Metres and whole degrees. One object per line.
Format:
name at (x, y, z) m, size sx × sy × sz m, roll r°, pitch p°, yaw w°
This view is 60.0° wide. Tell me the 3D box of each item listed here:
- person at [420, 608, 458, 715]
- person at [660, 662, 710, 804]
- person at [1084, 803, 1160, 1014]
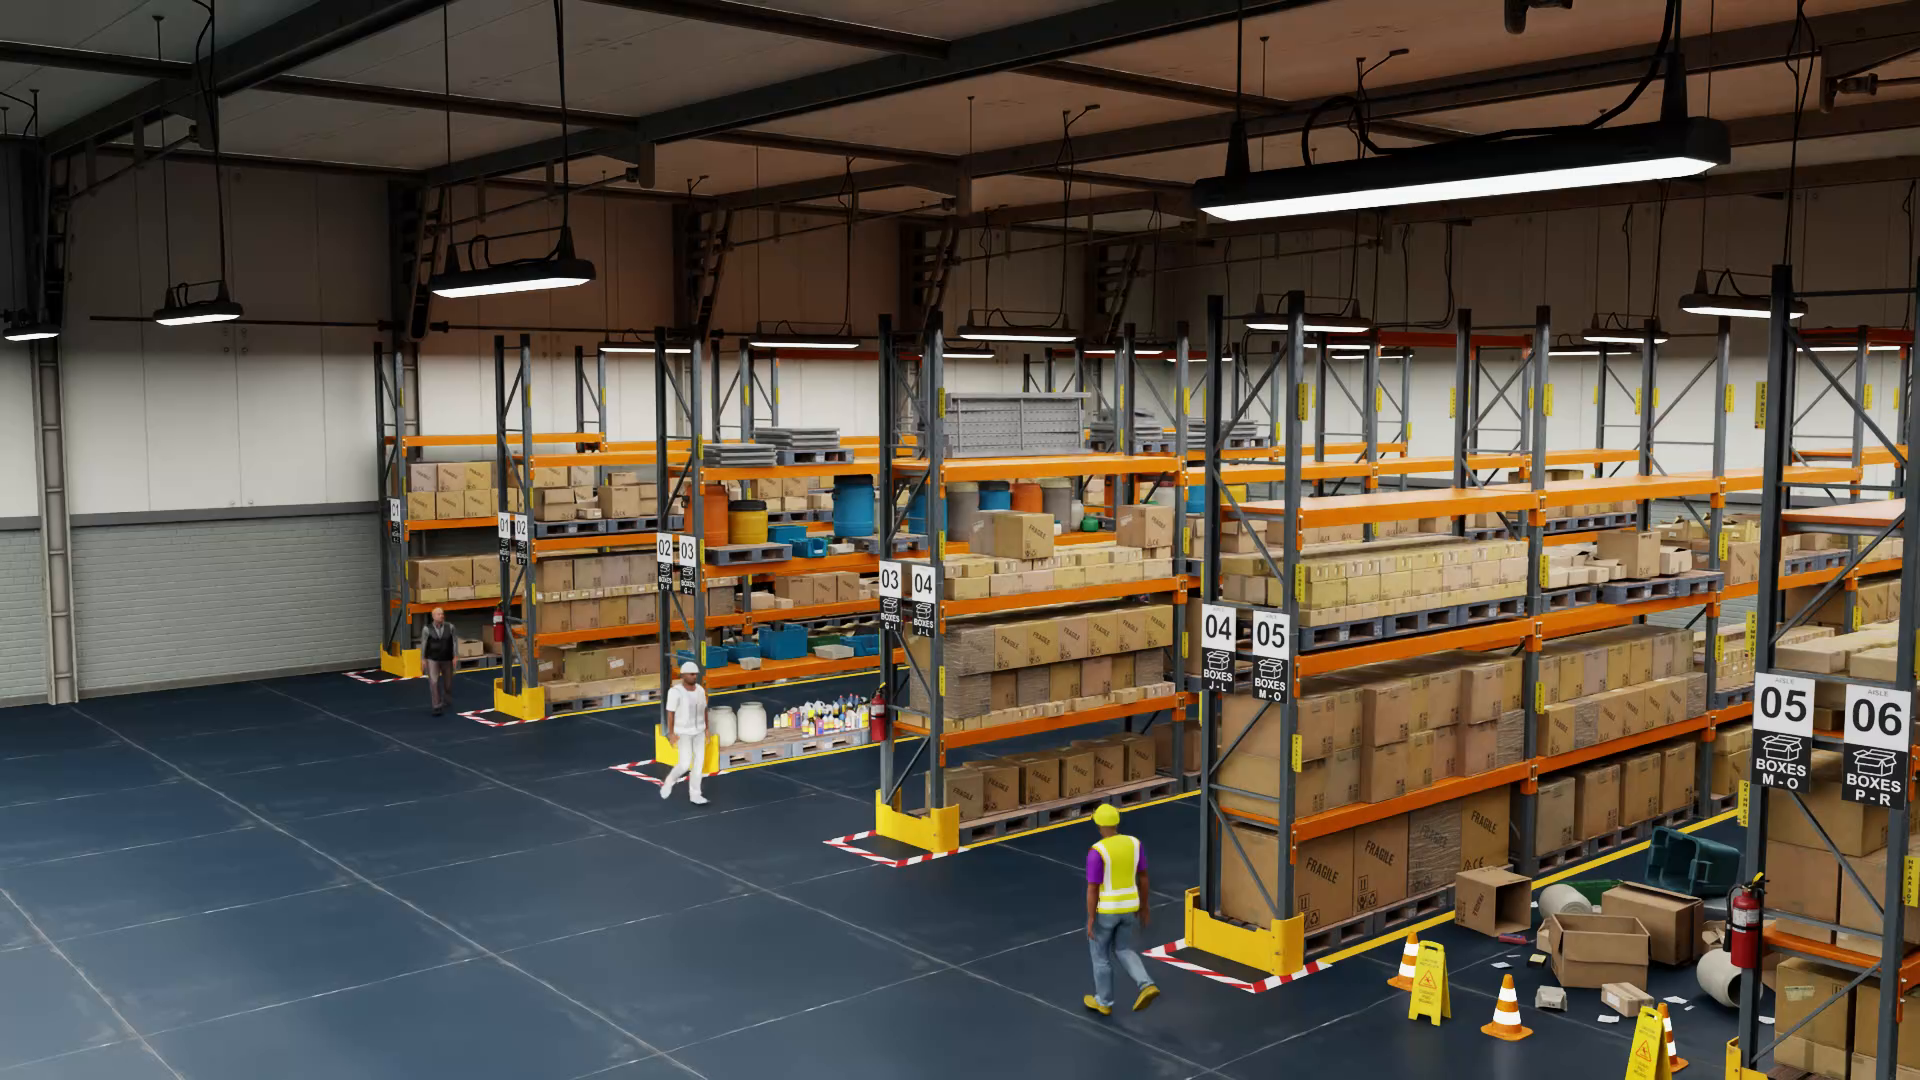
person at (-8.312, 1.904, 26.539) m, size 0.571 × 1.684 × 0.904 m, roll -2°, pitch 5°, yaw -17°
person at (-3.397, 2.390, 20.712) m, size 0.607 × 1.758 × 0.588 m, roll 5°, pitch 7°, yaw 43°
person at (1.309, 3.045, 13.636) m, size 0.581 × 1.753 × 0.719 m, roll -3°, pitch 6°, yaw -33°
